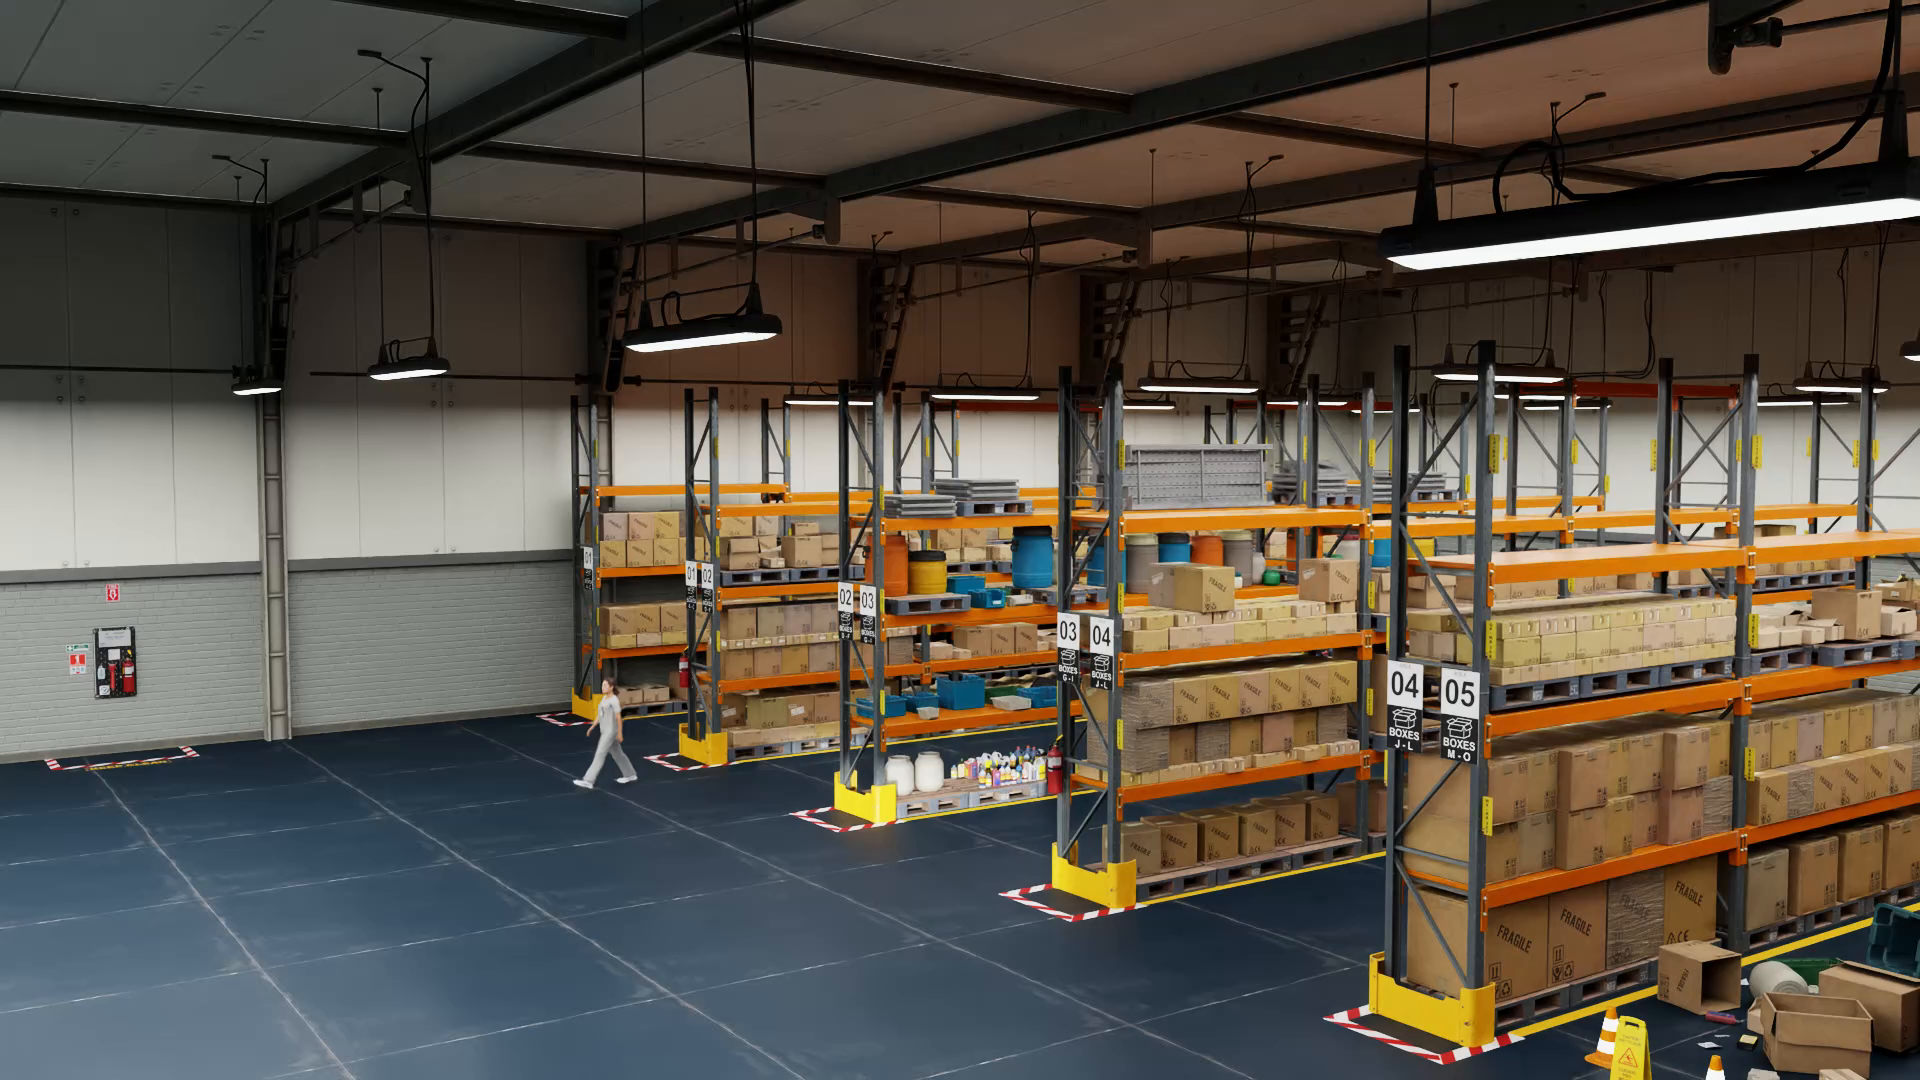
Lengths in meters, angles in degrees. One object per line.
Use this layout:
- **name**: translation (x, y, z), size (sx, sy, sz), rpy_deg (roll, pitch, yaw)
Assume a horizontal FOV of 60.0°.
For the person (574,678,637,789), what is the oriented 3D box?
- **person**: translation (-5.277, 2.853, 24.696), size (1.031, 1.611, 0.481), rpy_deg (-2, 4, -26)
